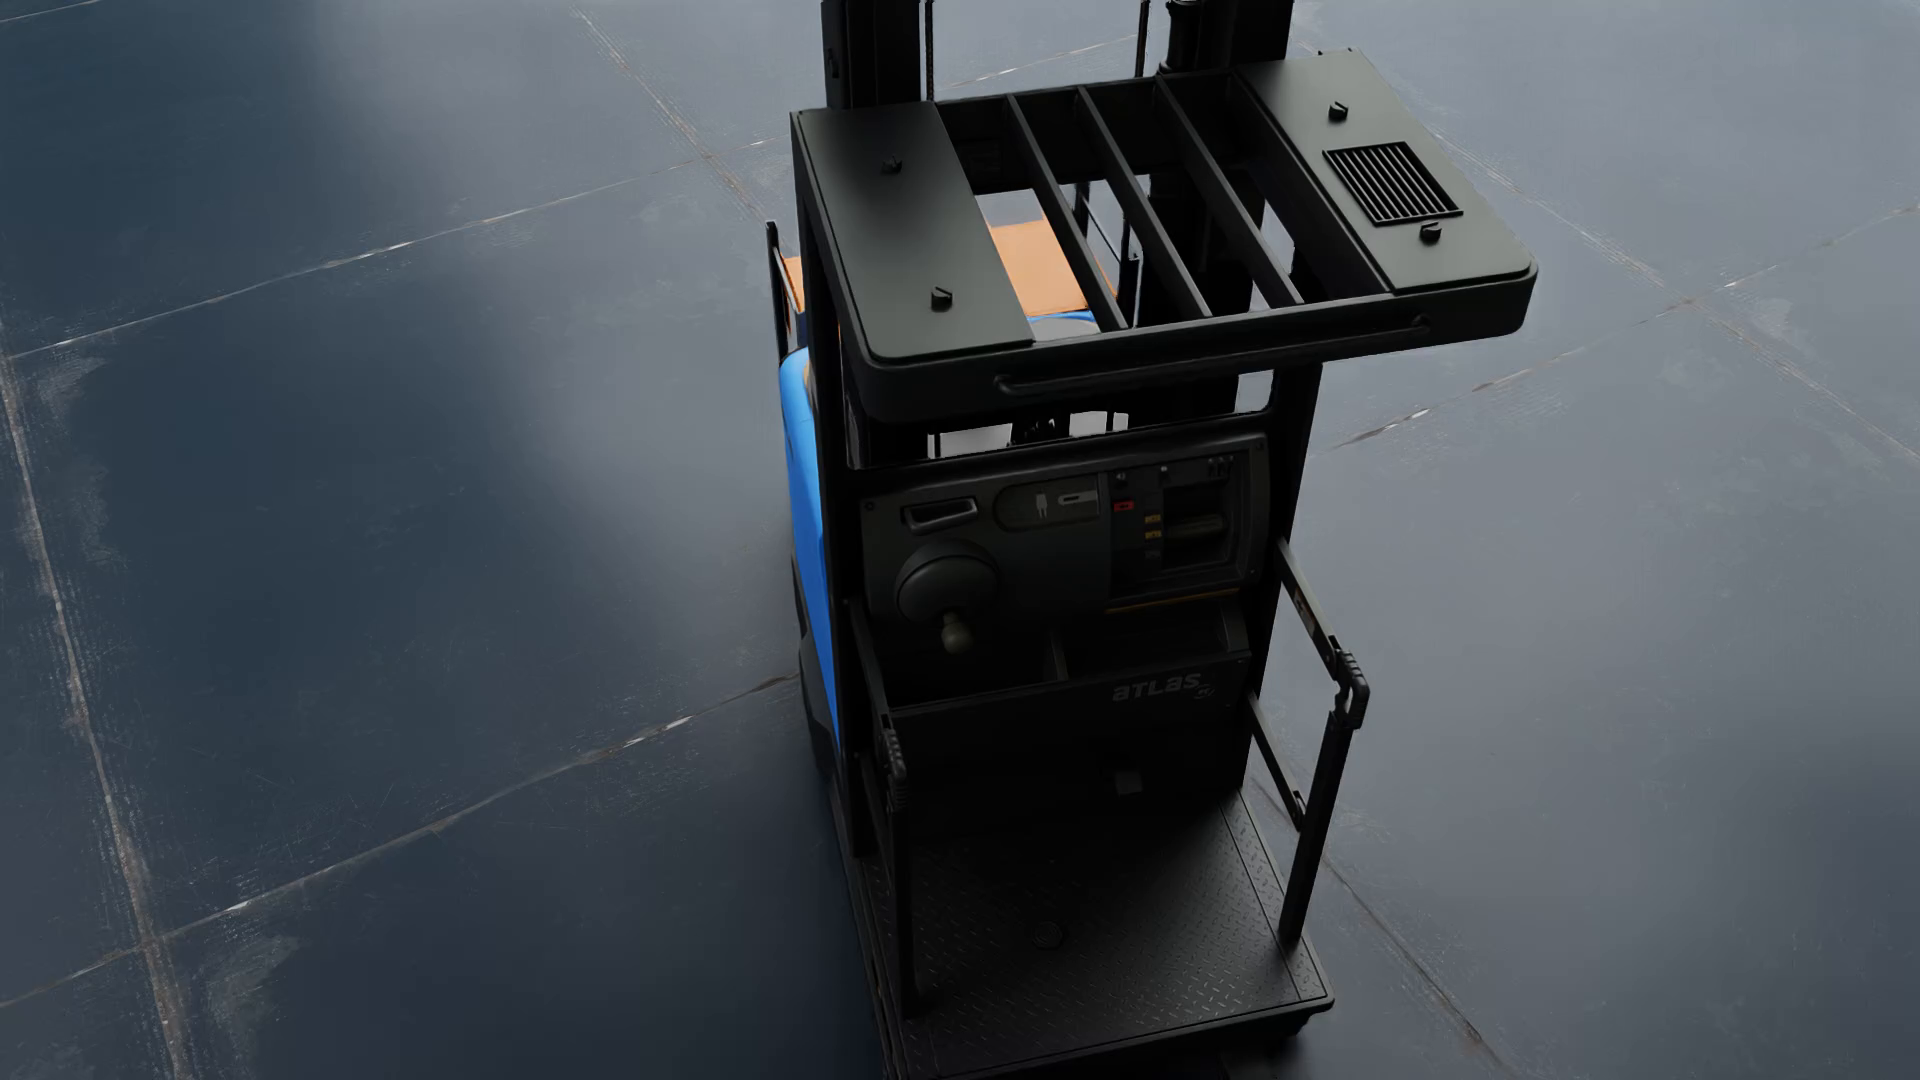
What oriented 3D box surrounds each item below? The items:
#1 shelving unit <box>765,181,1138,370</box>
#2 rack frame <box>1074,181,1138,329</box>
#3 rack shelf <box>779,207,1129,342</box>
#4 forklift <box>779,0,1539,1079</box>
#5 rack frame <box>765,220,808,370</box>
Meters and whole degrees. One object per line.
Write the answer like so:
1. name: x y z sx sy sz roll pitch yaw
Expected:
1. shelving unit: -0.033 -0.516 5.474 1.048 1.125 0.538 -11 45 -11
2. rack frame: 0.457 -0.611 5.572 0.032 1.125 0.500 -11 45 -11
3. rack shelf: -0.033 -0.726 5.270 1.000 0.278 0.538 -11 45 -11
4. forklift: 0.291 0.096 3.547 1.130 2.935 3.031 -9 45 -9
5. rack frame: -0.522 -0.420 5.375 0.032 1.125 0.500 -11 45 -11
